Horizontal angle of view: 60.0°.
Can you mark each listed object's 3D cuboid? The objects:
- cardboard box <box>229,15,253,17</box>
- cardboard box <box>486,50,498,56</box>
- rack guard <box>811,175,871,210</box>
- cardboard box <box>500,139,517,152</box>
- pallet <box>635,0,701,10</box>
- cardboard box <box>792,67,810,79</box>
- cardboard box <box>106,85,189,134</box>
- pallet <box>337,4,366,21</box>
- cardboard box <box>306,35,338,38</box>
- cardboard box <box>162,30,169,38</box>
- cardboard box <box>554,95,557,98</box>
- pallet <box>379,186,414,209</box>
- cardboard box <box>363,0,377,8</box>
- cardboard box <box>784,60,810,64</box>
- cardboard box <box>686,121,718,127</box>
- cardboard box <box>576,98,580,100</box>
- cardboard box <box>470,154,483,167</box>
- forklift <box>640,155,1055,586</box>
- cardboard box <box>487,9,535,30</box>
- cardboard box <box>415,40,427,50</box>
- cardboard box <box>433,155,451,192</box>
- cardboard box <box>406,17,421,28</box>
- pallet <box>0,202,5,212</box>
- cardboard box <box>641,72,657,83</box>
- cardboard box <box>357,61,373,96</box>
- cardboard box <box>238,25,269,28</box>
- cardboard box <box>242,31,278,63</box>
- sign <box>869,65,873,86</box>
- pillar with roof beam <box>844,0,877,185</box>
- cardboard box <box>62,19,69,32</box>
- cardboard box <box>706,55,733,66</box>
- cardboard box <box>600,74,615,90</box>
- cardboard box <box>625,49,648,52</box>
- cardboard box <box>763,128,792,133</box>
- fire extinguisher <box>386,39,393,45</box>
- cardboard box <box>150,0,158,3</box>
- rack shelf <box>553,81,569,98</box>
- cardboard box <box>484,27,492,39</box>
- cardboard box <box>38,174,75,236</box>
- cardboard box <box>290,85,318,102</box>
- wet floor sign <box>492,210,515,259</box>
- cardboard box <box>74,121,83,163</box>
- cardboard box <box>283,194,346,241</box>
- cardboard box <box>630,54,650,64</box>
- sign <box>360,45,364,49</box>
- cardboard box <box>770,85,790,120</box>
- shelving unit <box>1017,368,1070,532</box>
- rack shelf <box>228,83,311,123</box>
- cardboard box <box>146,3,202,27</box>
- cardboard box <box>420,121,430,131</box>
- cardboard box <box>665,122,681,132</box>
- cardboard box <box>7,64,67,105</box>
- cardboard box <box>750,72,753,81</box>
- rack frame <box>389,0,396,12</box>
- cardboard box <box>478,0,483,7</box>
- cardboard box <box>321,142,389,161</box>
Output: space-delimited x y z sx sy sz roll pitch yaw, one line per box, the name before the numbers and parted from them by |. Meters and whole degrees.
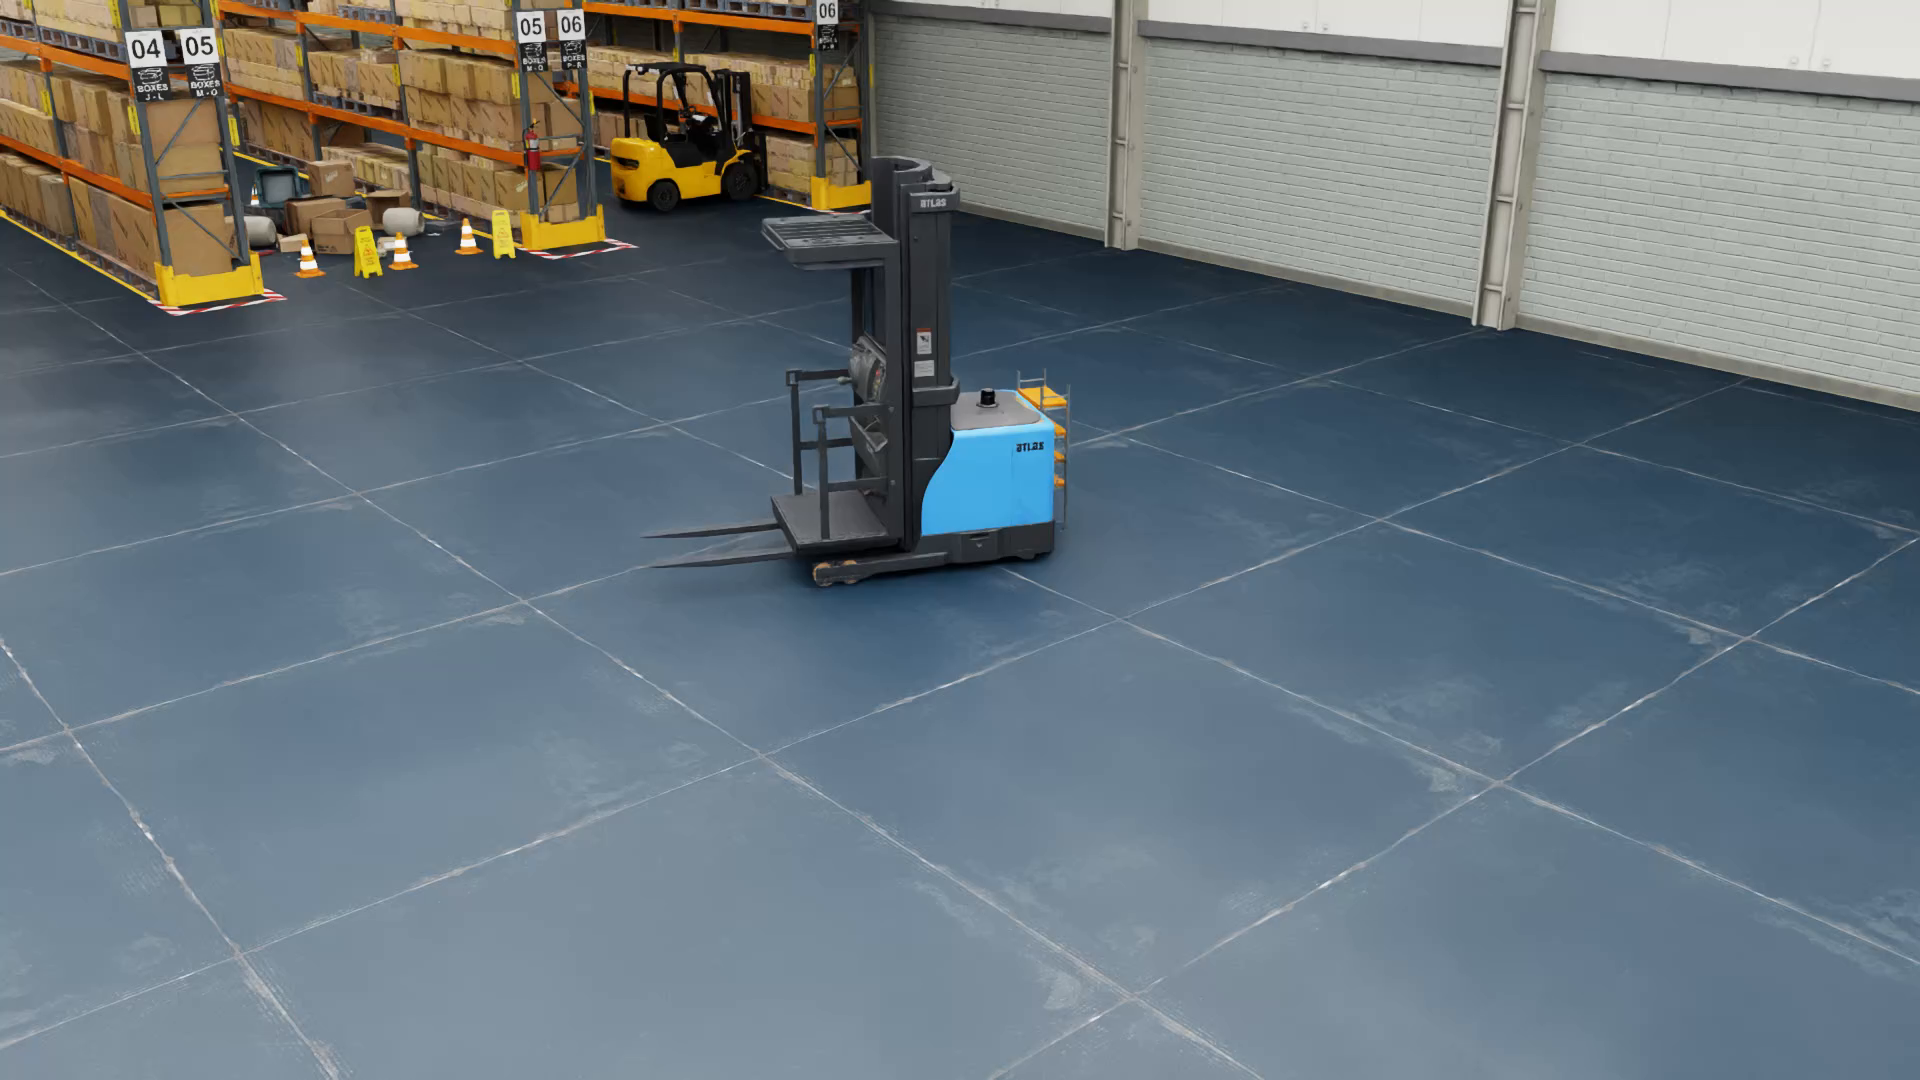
cardboard box | -13.946 -10.107 32.278 0.380 0.149 0.250 -18 27 -38
cardboard box | -9.200 -10.028 33.761 0.700 0.500 0.500 -17 27 -37
rack guard | -1.836 -5.630 26.672 1.175 0.500 0.348 -17 27 -37
cardboard box | -6.265 -5.597 23.505 0.380 0.149 0.250 -18 28 -38
pallet | -5.048 -9.454 29.157 0.805 0.209 1.217 -19 28 -39
cardboard box | -2.429 -7.397 26.322 0.380 0.149 0.250 -17 27 -37
cardboard box | -10.198 -5.413 21.004 0.875 0.550 0.550 -17 27 -37
pallet | -9.222 -8.514 26.753 1.213 0.211 1.003 -17 27 -37
cardboard box | -11.299 -8.669 29.497 0.500 0.500 0.500 -17 27 -37
cardboard box | -9.441 -6.174 20.154 0.380 0.149 0.250 -17 27 -37
cardboard box | -6.049 -6.142 24.007 0.500 0.500 0.500 -16 27 -36
pallet | -8.730 -5.639 27.092 1.003 0.211 1.213 -17 27 -37
cardboard box | -9.038 -8.513 26.123 0.500 0.250 0.500 -17 27 -37
cardboard box | -2.675 -7.816 27.391 0.380 0.149 0.250 -18 28 -39
cardboard box | -4.384 -7.078 28.765 0.500 0.250 0.500 -18 28 -38
cardboard box | -7.554 -8.692 33.025 0.380 0.149 0.250 -17 27 -37
cardboard box | -6.953 -5.572 24.375 0.380 0.149 0.250 -16 27 -35
forklift | -0.860 -1.241 12.133 3.031 2.935 1.130 -6 22 -15
cardboard box | -6.147 -7.160 22.837 0.500 0.250 0.500 -18 28 -38
cardboard box | -11.541 -10.822 36.298 0.500 0.250 0.500 -18 28 -38
cardboard box | -7.681 -5.615 25.373 0.500 0.500 0.500 -16 27 -35
cardboard box | -8.076 -7.772 24.945 0.380 0.149 0.250 -17 27 -37
pallet | -15.024 -5.539 26.838 1.003 0.211 1.213 -17 27 -37
cardboard box | -5.318 -8.284 29.541 0.500 0.250 0.500 -18 28 -39
cardboard box | -9.353 -7.457 26.789 0.500 0.500 0.500 -16 27 -36
cardboard box | -13.570 -9.634 31.961 0.500 0.500 0.500 -17 27 -37
cardboard box | -12.694 -8.982 30.296 0.500 0.500 0.500 -18 28 -39
sign | -1.427 -7.371 26.394 0.100 0.325 0.005 -17 27 -37
pillar with roof beam | -4.884 -8.976 23.562 9.100 9.000 0.400 -17 27 -37
cardboard box | -11.091 -6.505 20.999 0.380 0.149 0.250 -17 27 -37
cardboard box | -4.067 -8.115 28.155 0.380 0.149 0.250 -18 28 -38
cardboard box | -6.303 -8.479 30.725 0.500 0.250 0.500 -19 28 -39
cardboard box | -6.005 -9.044 30.935 0.380 0.149 0.250 -18 27 -38
cardboard box | -2.998 -6.780 28.005 0.500 0.250 0.500 -18 28 -38
fire extinguisher | -12.742 -10.942 37.425 0.296 0.674 0.183 -17 27 -37
cardboard box | -9.600 -6.612 20.179 0.380 0.149 0.250 -18 28 -38
rack shelf | -8.379 -9.228 33.418 1.077 0.370 4.000 -17 27 -37
cardboard box | -6.389 -7.072 23.158 0.380 0.149 0.250 -16 27 -36
cardboard box | -12.378 -4.815 23.672 1.050 0.750 0.750 -18 27 -38
cardboard box | -11.358 -7.836 29.083 0.500 0.250 0.500 -19 28 -39
wet floor sign | -6.296 -4.214 22.859 0.267 0.644 0.232 -8 23 -19
cardboard box | -11.278 -5.341 22.301 0.875 0.550 0.550 -17 27 -37
cardboard box | -9.291 -4.657 23.999 0.797 0.637 0.503 -17 27 -37
cardboard box | -5.710 -8.642 29.908 0.380 0.149 0.250 -17 27 -37
sign | -10.426 -8.462 28.997 0.100 0.325 0.005 -17 27 -37
cardboard box | -2.703 -7.066 26.774 0.500 0.500 0.500 -16 27 -36
shelving unit | 0.647 -0.699 13.123 0.258 1.200 0.503 -7 23 -18
rack shelf | -12.137 -8.046 30.399 1.077 0.370 4.000 -17 27 -37
cardboard box | -9.414 -6.313 19.962 0.500 0.250 0.500 -18 27 -38
cardboard box | -8.053 -6.385 25.517 0.380 0.149 0.250 -16 27 -36
cardboard box | -4.811 -7.137 29.773 0.875 0.625 0.625 -16 26 -35
cardboard box | -13.562 -6.727 24.537 0.700 0.500 0.500 -18 28 -38
cardboard box | -3.240 -7.617 27.292 0.380 0.149 0.250 -18 27 -38
rack frame | -8.220 -9.516 24.941 1.000 3.000 0.127 -17 27 -37
cardboard box | -6.500 -7.521 23.211 0.380 0.149 0.250 -17 27 -37
cardboard box | -10.470 -6.641 28.855 0.950 0.372 0.625 -20 29 -41
